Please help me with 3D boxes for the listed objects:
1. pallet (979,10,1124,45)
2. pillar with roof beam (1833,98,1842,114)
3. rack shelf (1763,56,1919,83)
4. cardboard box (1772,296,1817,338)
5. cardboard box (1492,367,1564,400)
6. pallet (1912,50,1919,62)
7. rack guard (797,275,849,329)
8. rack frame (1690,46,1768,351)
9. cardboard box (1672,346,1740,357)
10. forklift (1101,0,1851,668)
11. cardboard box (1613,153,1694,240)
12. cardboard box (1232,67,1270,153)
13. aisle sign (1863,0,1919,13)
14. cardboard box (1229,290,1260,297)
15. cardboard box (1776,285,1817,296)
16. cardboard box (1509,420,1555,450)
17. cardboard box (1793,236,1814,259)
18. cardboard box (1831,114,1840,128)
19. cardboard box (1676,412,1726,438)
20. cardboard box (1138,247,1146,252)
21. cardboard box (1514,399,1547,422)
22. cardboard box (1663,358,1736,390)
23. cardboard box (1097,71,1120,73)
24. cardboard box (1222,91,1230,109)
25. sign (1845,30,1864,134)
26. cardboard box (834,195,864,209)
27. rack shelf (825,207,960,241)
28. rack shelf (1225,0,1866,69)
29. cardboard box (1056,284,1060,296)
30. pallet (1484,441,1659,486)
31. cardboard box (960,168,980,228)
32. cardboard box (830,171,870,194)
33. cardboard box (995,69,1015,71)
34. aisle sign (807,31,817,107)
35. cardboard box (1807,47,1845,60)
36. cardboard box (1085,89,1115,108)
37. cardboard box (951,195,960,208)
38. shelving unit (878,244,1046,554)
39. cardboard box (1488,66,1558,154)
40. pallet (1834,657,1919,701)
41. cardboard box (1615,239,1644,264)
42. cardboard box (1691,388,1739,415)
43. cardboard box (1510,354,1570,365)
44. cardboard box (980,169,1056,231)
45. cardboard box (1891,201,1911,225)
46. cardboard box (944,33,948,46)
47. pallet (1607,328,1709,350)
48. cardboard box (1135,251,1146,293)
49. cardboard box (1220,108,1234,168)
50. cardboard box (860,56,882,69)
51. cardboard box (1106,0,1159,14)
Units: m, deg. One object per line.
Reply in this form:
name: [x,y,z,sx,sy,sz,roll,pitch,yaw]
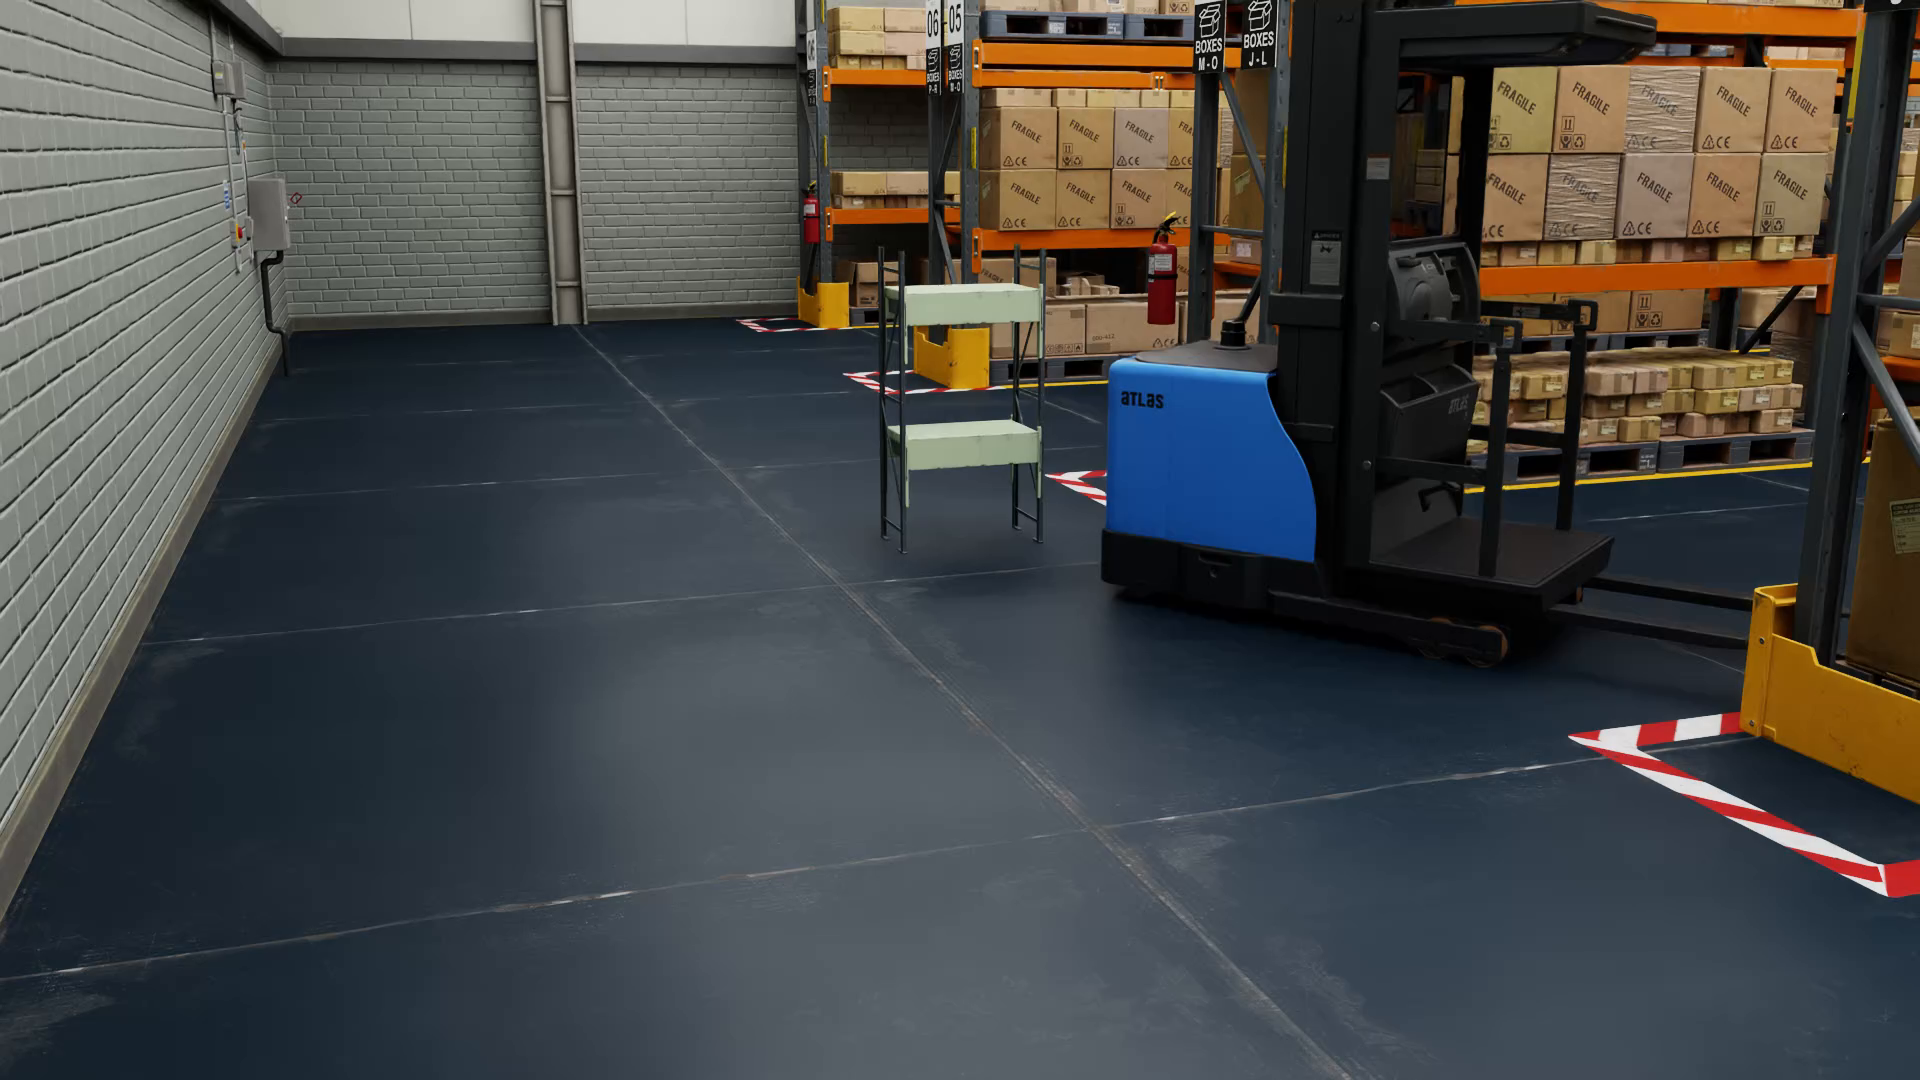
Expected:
pallet: [0.638,-4.336,14.101,1.213,0.211,1.003,-4,14,-18]
pillar with roof beam: [13.942,-7.253,19.689,0.400,9.000,9.100,-4,14,-18]
rack shelf: [9.416,-4.711,17.037,4.000,0.370,1.077,-4,14,-18]
cardboard box: [6.029,-1.544,11.524,0.500,0.250,0.500,-5,14,-20]
cardboard box: [3.459,-0.957,10.154,0.250,0.149,0.380,-4,14,-17]
pallet: [9.711,-5.017,17.178,1.003,0.211,1.213,-4,14,-18]
rack guard: [-1.576,-2.741,19.086,0.348,0.500,1.175,-4,14,-18]
rack frame: [7.521,-3.454,16.680,0.127,3.000,1.000,-4,14,-18]
cardboard box: [5.011,-1.207,11.203,0.250,0.149,0.380,-4,14,-16]
forklift: [2.134,-1.063,6.780,3.031,2.935,1.130,10,16,35]
cardboard box: [4.071,-2.101,10.137,0.500,0.500,0.500,-5,14,-18]
cardboard box: [1.967,-2.553,9.875,0.500,0.500,0.500,-5,14,-19]
aisle sign: [2.935,-2.015,5.014,0.004,0.787,0.394,-4,14,-18]
cardboard box: [3.100,-2.093,15.591,0.875,0.438,0.875,-5,14,-19]
cardboard box: [8.756,-2.475,17.338,0.625,0.372,0.950,-5,14,-19]
cardboard box: [3.419,-0.662,10.196,0.250,0.149,0.380,-5,14,-21]
cardboard box: [5.208,-1.886,10.631,0.250,0.149,0.380,-5,14,-19]
cardboard box: [8.981,-4.350,17.278,0.250,0.149,0.380,-5,14,-21]
cardboard box: [4.638,-0.759,10.607,0.250,0.149,0.380,-5,14,-20]
cardboard box: [2.400,-3.641,20.560,0.250,0.149,0.380,-5,14,-20]
cardboard box: [3.416,-0.839,10.300,0.250,0.149,0.380,-4,14,-15]
cardboard box: [4.687,-1.056,10.569,0.250,0.149,0.380,-5,14,-19]
cardboard box: [1.663,-5.475,19.240,0.250,0.149,0.380,-4,14,-18]
cardboard box: [2.307,-3.836,14.509,0.250,0.149,0.380,-5,14,-19]
sign: [2.939,-1.488,5.404,0.005,0.325,0.100,-4,14,-18]
cardboard box: [-1.249,-3.793,18.652,0.250,0.149,0.380,-5,14,-18]
rack shelf: [0.247,-3.749,19.477,4.000,0.370,1.077,-4,14,-18]
rack shelf: [3.509,-3.042,10.022,4.000,0.370,1.077,-4,14,-18]
cardboard box: [1.030,-3.035,20.174,0.250,0.149,0.380,-5,14,-19]
pallet: [3.621,-0.575,10.606,1.213,0.211,1.003,-4,14,-18]
cardboard box: [0.311,-3.006,14.580,0.500,0.500,0.500,-4,14,-18]
cardboard box: [-1.297,-4.116,19.144,0.500,0.250,0.500,-4,14,-16]
cardboard box: [0.447,-5.372,18.808,0.250,0.149,0.380,-4,14,-17]
aisle sign: [-1.619,-5.147,18.181,0.004,0.787,0.394,-4,14,-18]
cardboard box: [8.422,-5.029,16.606,0.500,0.500,0.700,-4,14,-18]
cardboard box: [1.115,-3.732,14.071,0.250,0.149,0.380,-5,14,-20]
cardboard box: [-0.012,-3.878,19.006,0.250,0.149,0.380,-5,14,-20]
shelving unit: [0.006,-0.730,8.471,0.755,1.500,0.431,-4,14,-18]
cardboard box: [3.100,-2.512,9.701,0.500,0.500,0.500,-5,14,-19]
pallet: [3.832,0.591,5.703,1.213,0.211,1.003,-4,14,-18]
cardboard box: [3.968,-1.789,10.224,0.250,0.149,0.380,-5,14,-19]
cardboard box: [4.706,-0.903,10.568,0.250,0.149,0.380,-5,14,-20]
cardboard box: [3.768,-1.107,10.782,0.250,0.149,0.380,-5,14,-20]
cardboard box: [0.485,-2.884,14.071,0.500,0.500,0.500,-5,14,-19]
cardboard box: [5.924,-2.091,10.585,0.250,0.149,0.380,-5,14,-21]
cardboard box: [-0.176,-5.532,18.619,0.500,0.250,0.500,-5,14,-20]
pallet: [6.749,-2.055,16.828,1.213,0.211,1.003,-4,14,-18]
cardboard box: [2.514,-3.336,20.680,0.500,0.500,0.500,-5,14,-18]
cardboard box: [2.407,-3.523,14.594,0.500,0.500,0.500,-4,14,-17]
cardboard box: [-1.032,-5.286,18.446,0.250,0.149,0.380,-4,14,-17]
cardboard box: [1.373,-4.632,14.219,0.500,0.311,0.500,-4,14,-17]
